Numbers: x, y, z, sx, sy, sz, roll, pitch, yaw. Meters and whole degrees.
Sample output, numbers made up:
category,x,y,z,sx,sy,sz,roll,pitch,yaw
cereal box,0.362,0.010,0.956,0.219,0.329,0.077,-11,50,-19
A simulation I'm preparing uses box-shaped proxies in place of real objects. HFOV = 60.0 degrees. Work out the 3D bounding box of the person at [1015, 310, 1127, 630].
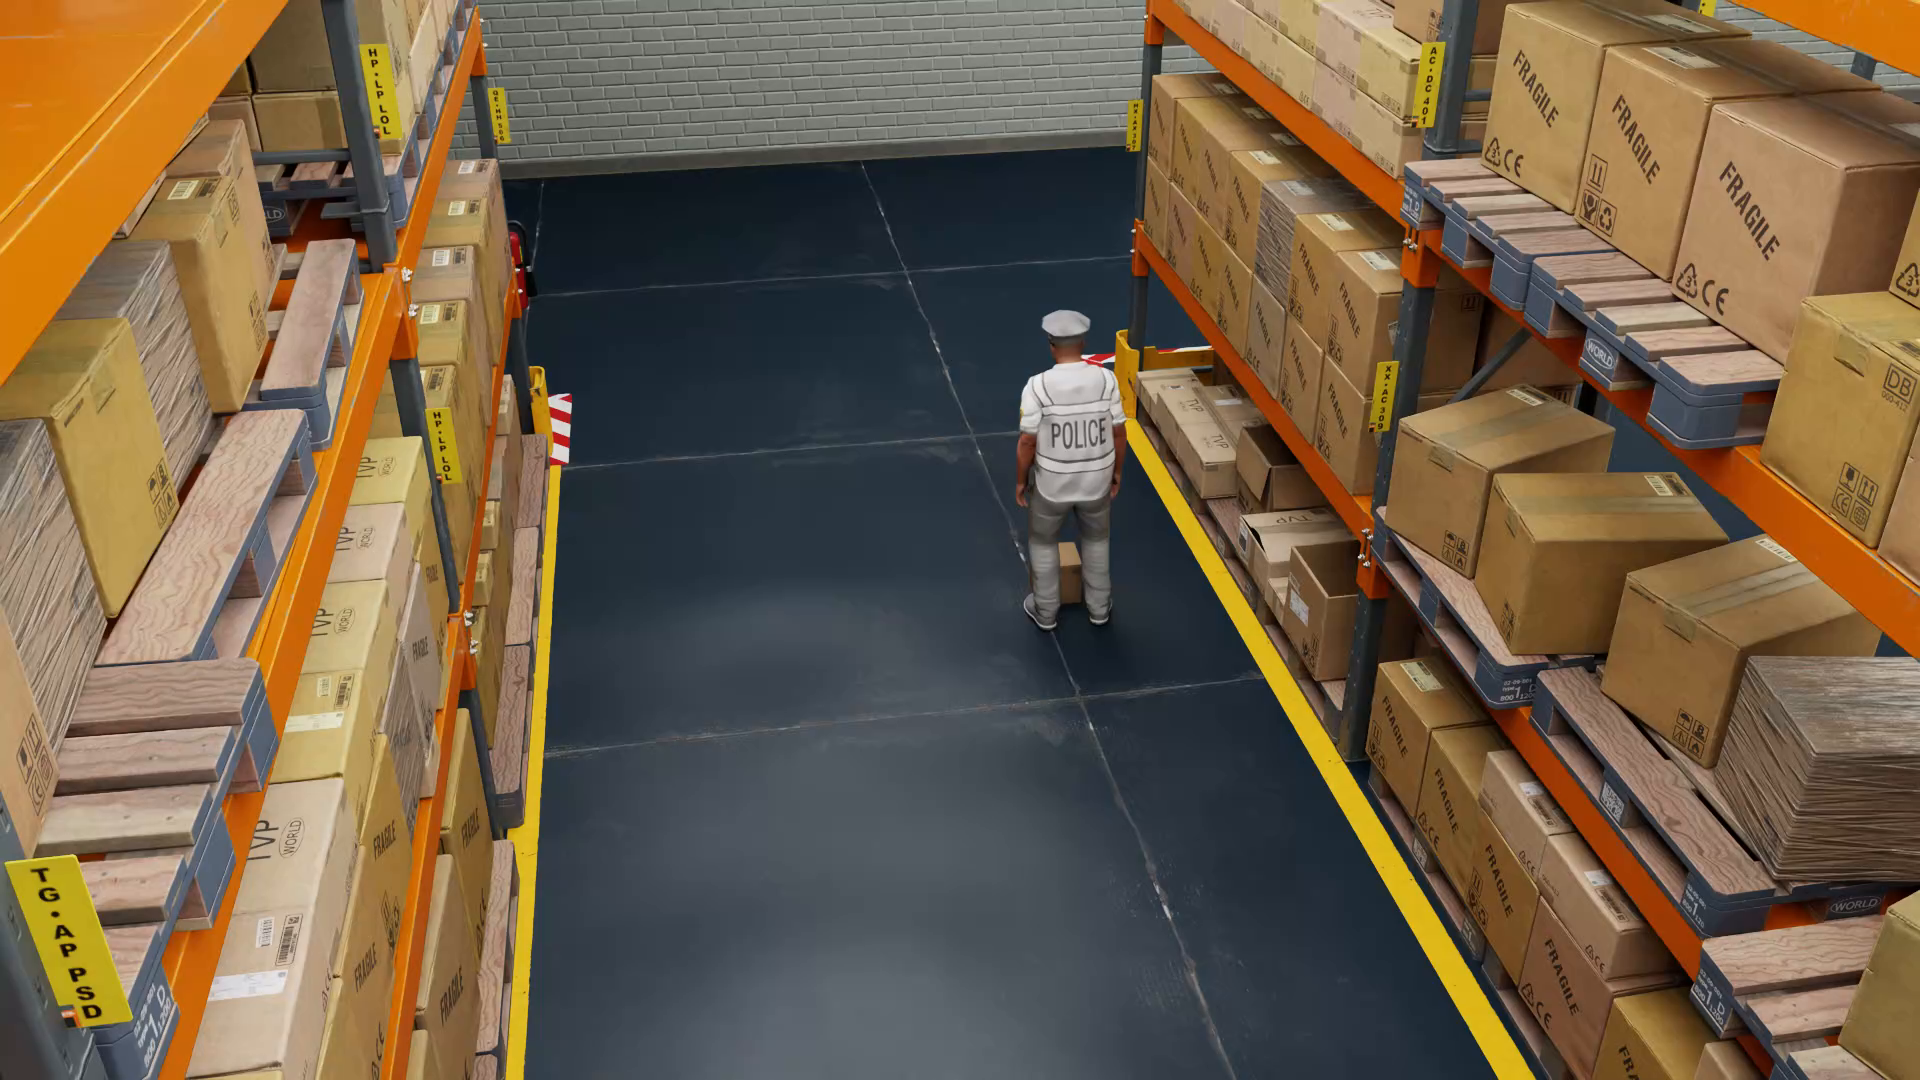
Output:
category,x,y,z,sx,sy,sz,roll,pitch,yaw
person,0.575,-0.318,8.671,0.590,1.746,0.436,-5,31,-8
